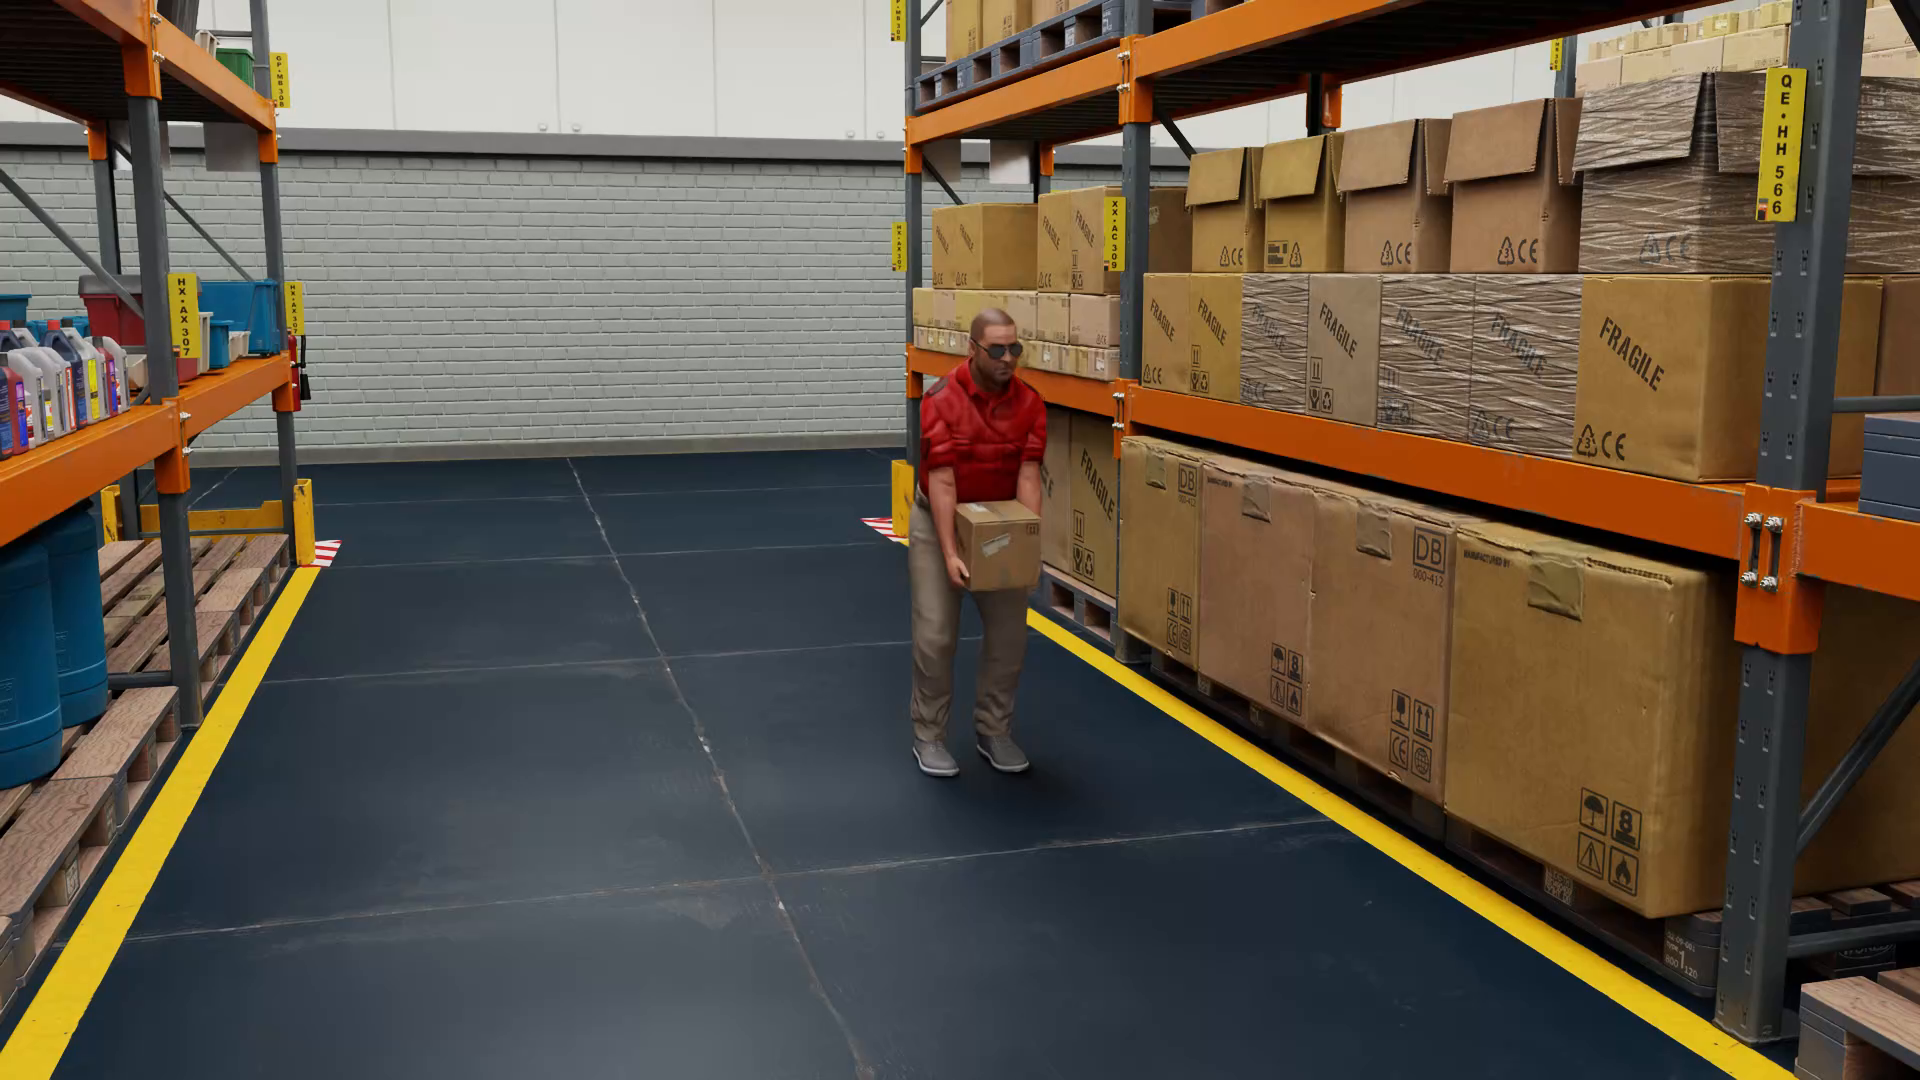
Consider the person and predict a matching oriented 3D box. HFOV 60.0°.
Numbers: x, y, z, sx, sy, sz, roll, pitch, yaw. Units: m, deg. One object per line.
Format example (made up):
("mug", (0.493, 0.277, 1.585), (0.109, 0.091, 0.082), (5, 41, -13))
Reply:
("person", (0.071, 0.011, 6.018), (0.477, 1.685, 0.585), (-3, 10, -19))
